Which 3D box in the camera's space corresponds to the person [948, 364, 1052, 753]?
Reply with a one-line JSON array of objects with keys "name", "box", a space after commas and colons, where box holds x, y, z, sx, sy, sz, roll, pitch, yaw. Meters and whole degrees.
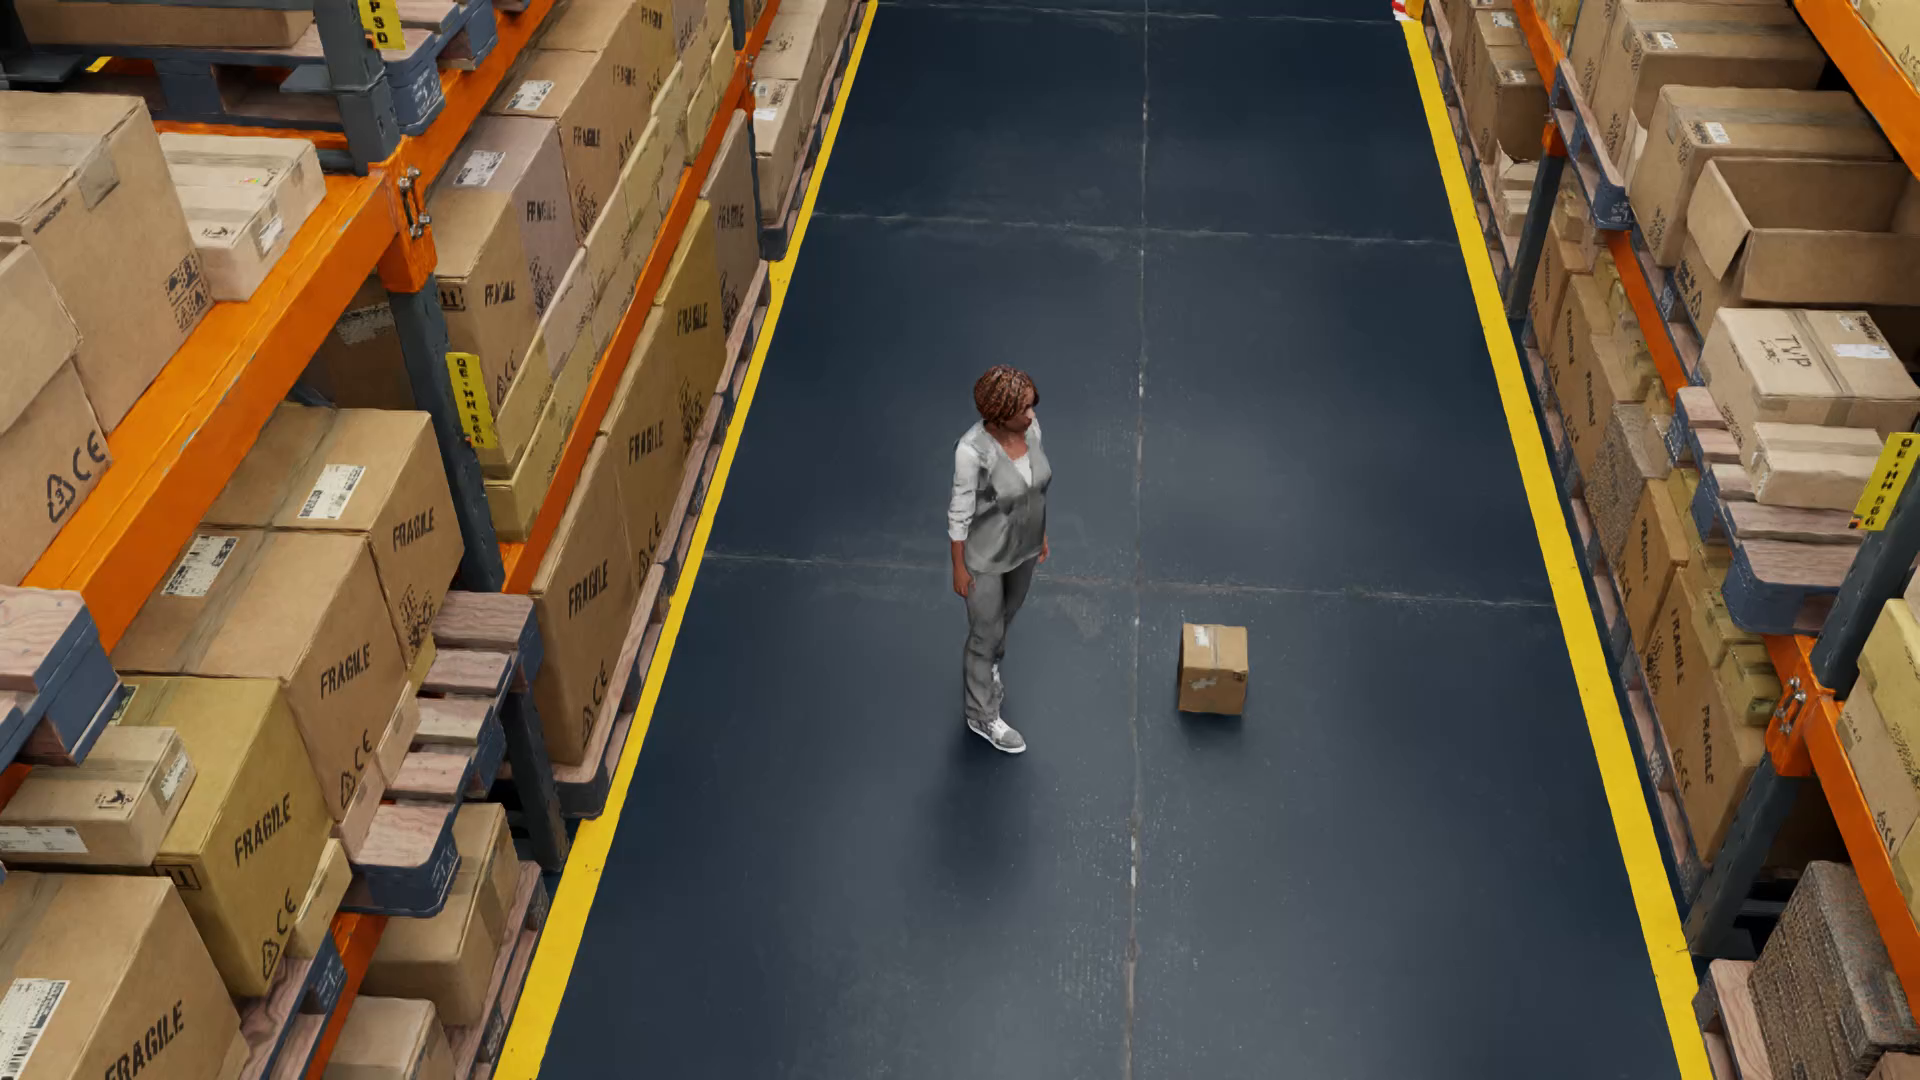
[{"name": "person", "box": [0.163, 0.052, 6.115, 0.500, 1.598, 0.430, 33, 50, 32]}]
